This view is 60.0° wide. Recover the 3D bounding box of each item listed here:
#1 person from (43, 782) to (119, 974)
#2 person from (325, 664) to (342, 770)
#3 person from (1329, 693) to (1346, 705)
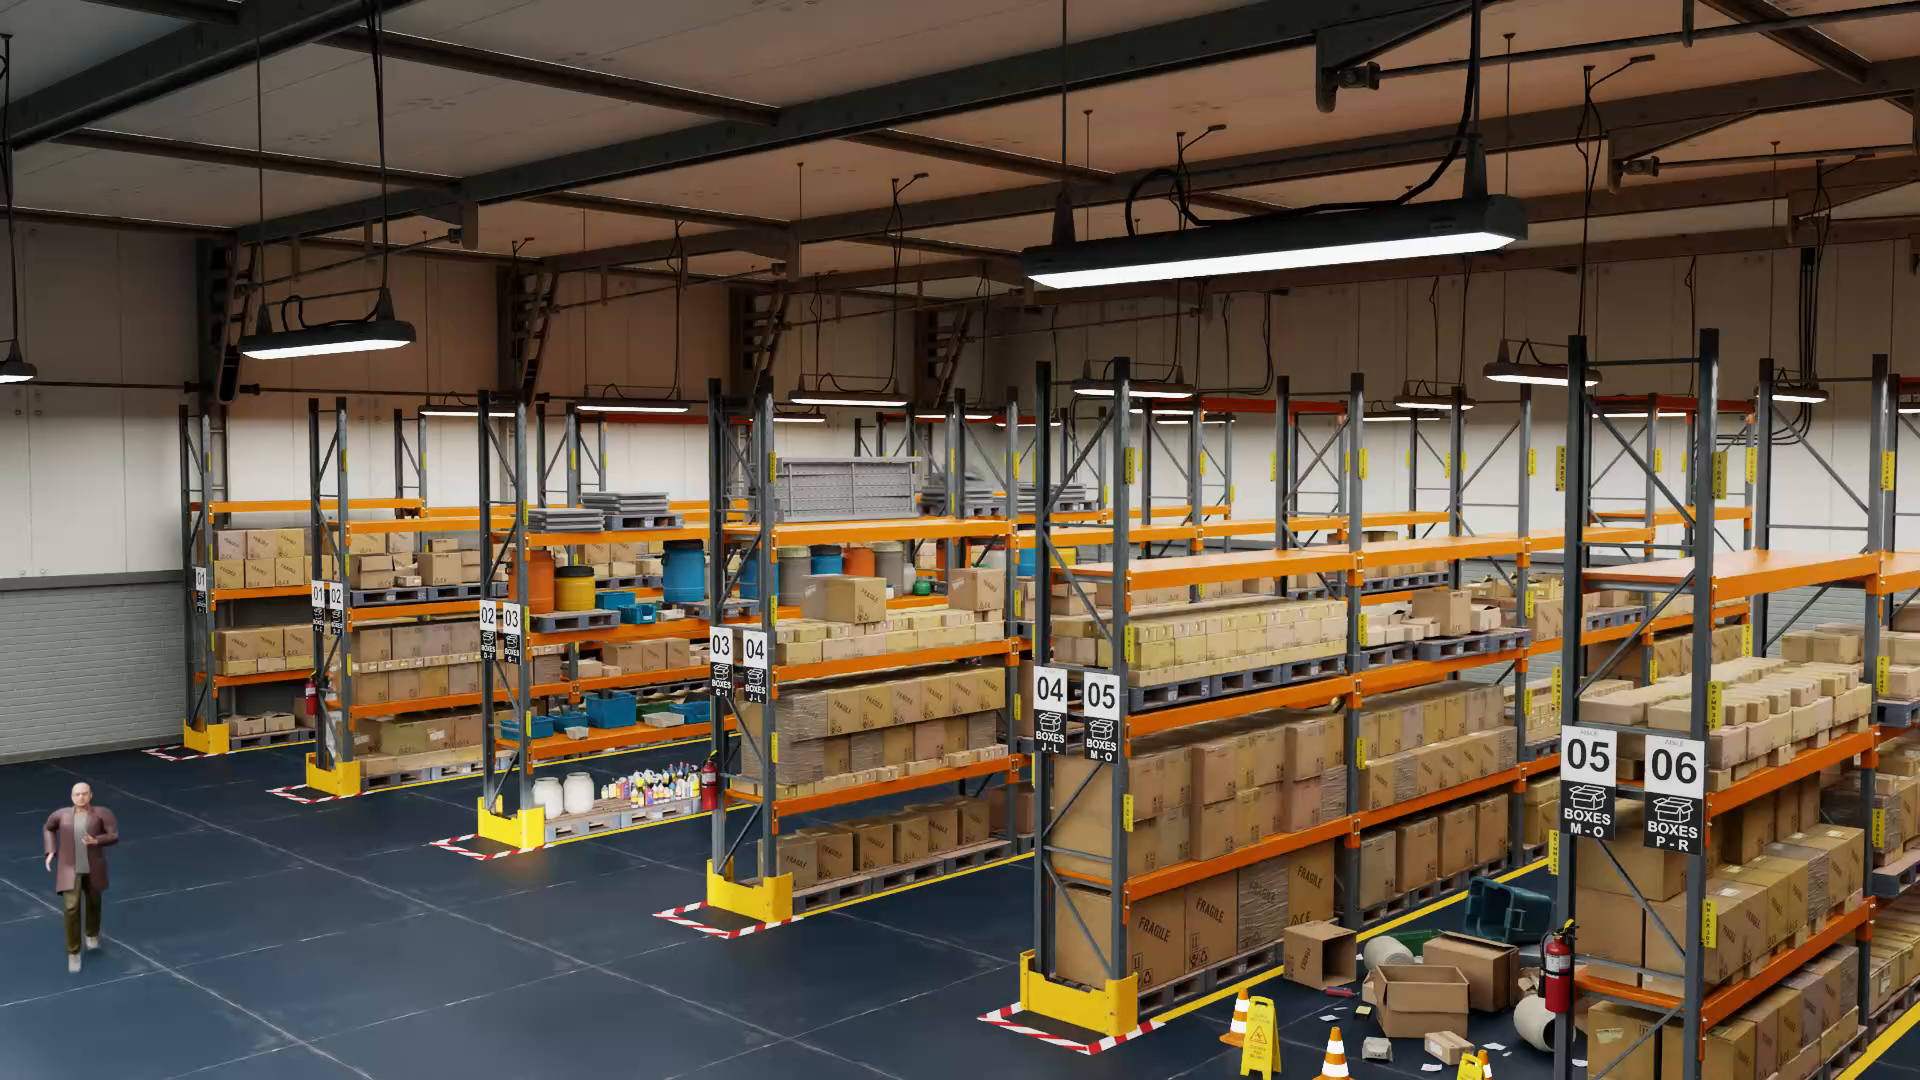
[{"bbox_3d":[-8.913,3.372,16.891,0.678,1.833,0.908,-2,3,-29],"label":"person"},{"bbox_3d":[-10.093,2.886,26.959,0.687,1.750,0.605,3,4,42],"label":"person"},{"bbox_3d":[5.694,2.994,24.765,0.695,1.836,0.670,3,4,42],"label":"person"}]
